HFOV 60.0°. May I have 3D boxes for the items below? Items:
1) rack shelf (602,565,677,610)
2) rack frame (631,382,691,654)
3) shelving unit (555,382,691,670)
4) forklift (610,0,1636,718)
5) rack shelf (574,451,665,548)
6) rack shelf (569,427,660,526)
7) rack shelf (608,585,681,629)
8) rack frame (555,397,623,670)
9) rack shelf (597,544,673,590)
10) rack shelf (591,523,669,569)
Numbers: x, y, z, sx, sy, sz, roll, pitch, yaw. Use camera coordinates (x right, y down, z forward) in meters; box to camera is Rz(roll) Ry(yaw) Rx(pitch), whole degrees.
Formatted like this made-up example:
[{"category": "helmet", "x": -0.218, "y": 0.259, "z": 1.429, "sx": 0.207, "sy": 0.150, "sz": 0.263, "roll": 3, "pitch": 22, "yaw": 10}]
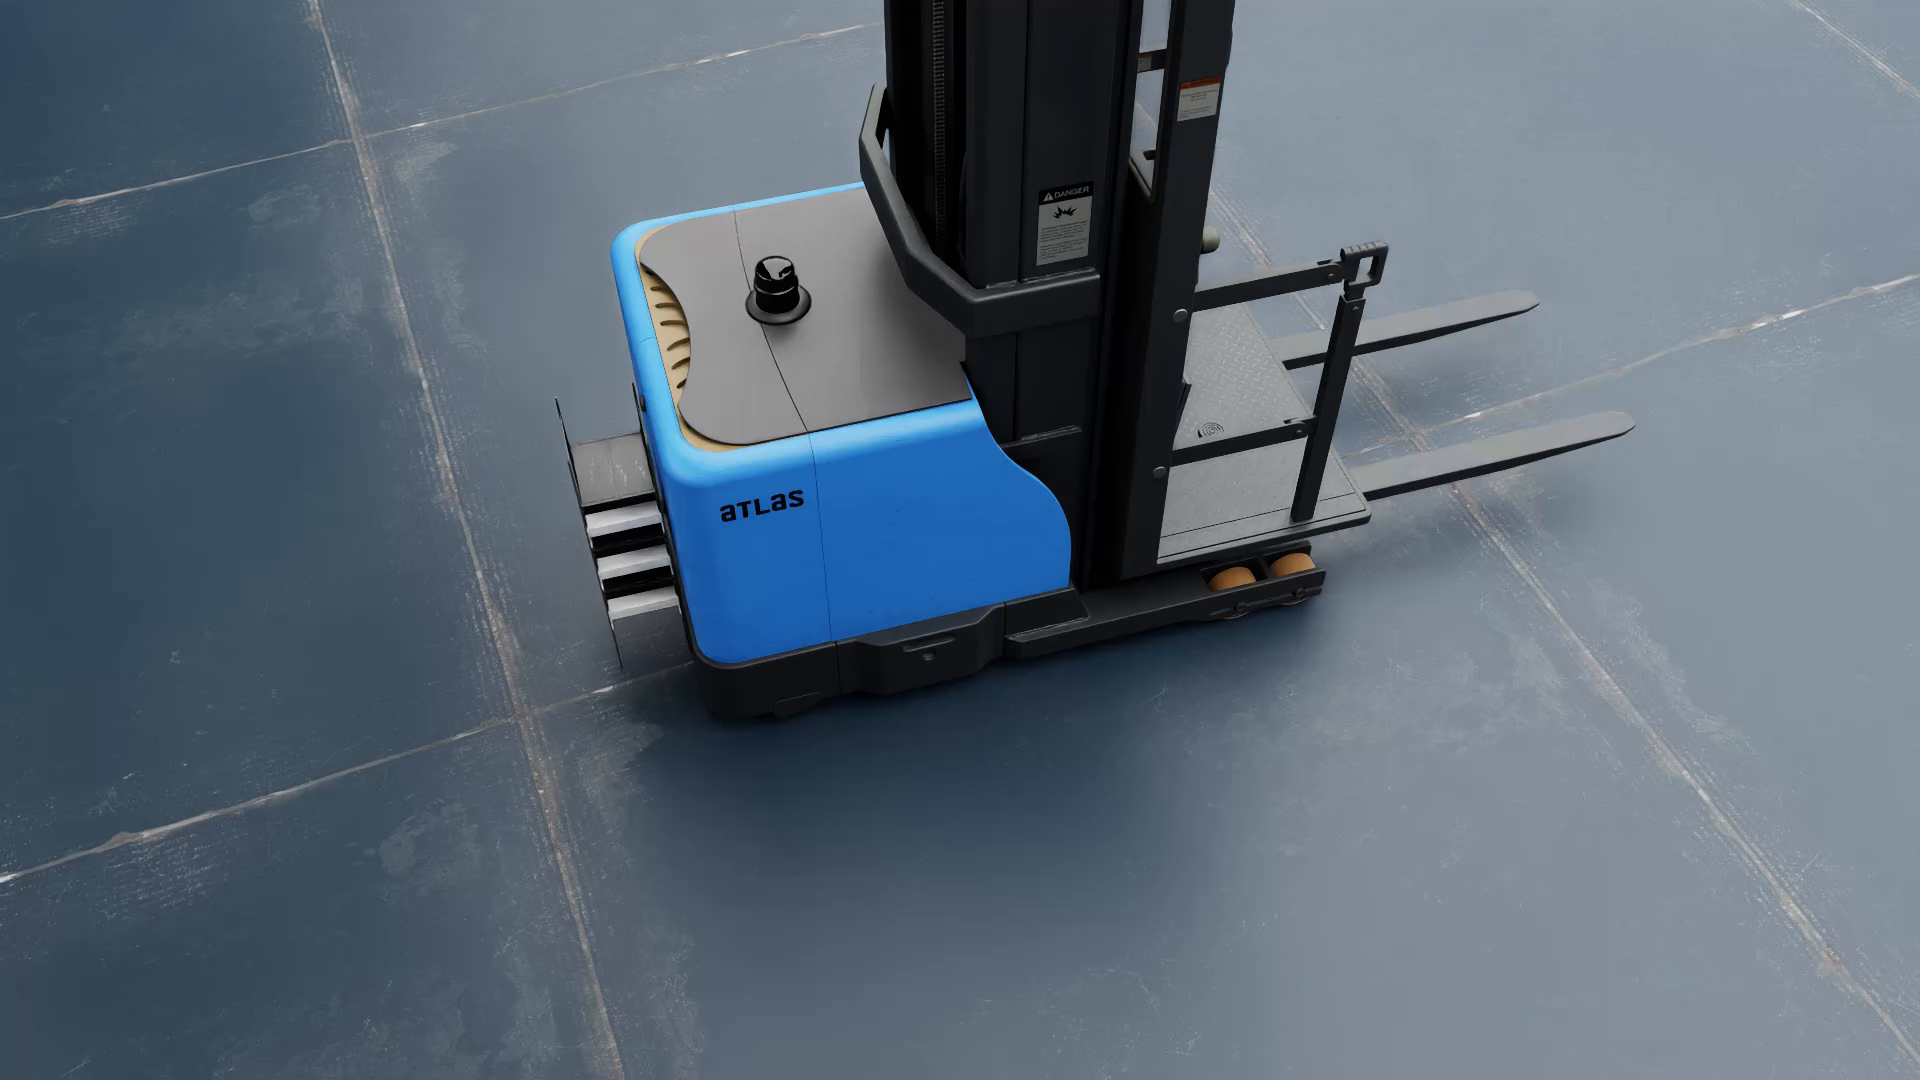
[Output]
[{"category": "rack shelf", "x": -0.935, "y": 0.062, "z": 4.767, "sx": 0.200, "sy": 0.077, "sz": 0.258, "roll": -13, "pitch": 51, "yaw": -11}, {"category": "rack frame", "x": -0.838, "y": -0.041, "z": 4.692, "sx": 0.006, "sy": 0.900, "sz": 0.240, "roll": -13, "pitch": 51, "yaw": -11}, {"category": "shelving unit", "x": -0.935, "y": -0.019, "z": 4.673, "sx": 0.210, "sy": 0.900, "sz": 0.258, "roll": -13, "pitch": 51, "yaw": -11}, {"category": "forklift", "x": 0.598, "y": -1.089, "z": 4.253, "sx": 3.031, "sy": 2.935, "sz": 1.130, "roll": -13, "pitch": 51, "yaw": -11}, {"category": "rack shelf", "x": -0.935, "y": -0.114, "z": 4.562, "sx": 0.200, "sy": 0.077, "sz": 0.258, "roll": -13, "pitch": 51, "yaw": -11}, {"category": "rack shelf", "x": -0.935, "y": -0.173, "z": 4.493, "sx": 0.200, "sy": 0.077, "sz": 0.258, "roll": -13, "pitch": 51, "yaw": -11}, {"category": "rack shelf", "x": -0.935, "y": 0.120, "z": 4.835, "sx": 0.200, "sy": 0.077, "sz": 0.258, "roll": -13, "pitch": 51, "yaw": -11}, {"category": "rack frame", "x": -1.033, "y": 0.003, "z": 4.654, "sx": 0.006, "sy": 0.900, "sz": 0.240, "roll": -13, "pitch": 51, "yaw": -11}, {"category": "rack shelf", "x": -0.935, "y": 0.003, "z": 4.698, "sx": 0.200, "sy": 0.077, "sz": 0.258, "roll": -13, "pitch": 51, "yaw": -11}, {"category": "rack shelf", "x": -0.935, "y": -0.056, "z": 4.630, "sx": 0.200, "sy": 0.077, "sz": 0.258, "roll": -13, "pitch": 51, "yaw": -11}]
